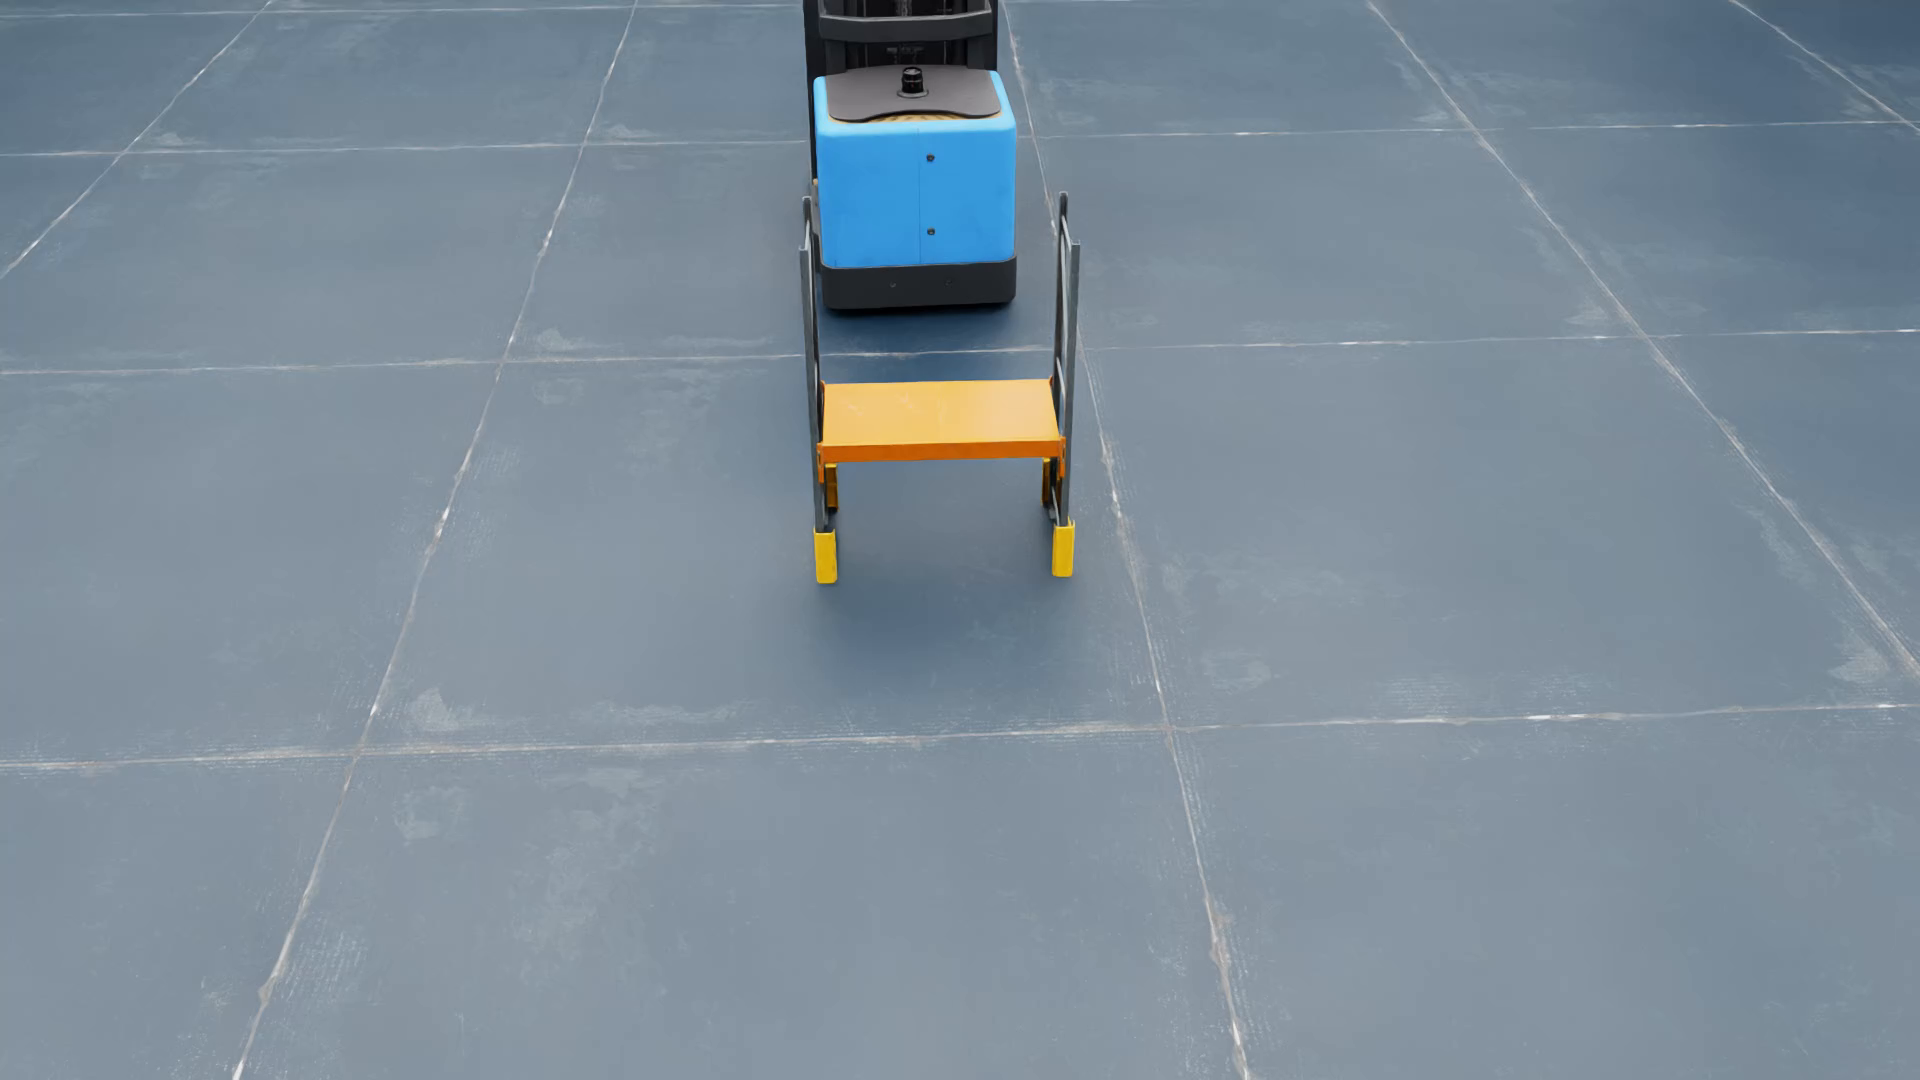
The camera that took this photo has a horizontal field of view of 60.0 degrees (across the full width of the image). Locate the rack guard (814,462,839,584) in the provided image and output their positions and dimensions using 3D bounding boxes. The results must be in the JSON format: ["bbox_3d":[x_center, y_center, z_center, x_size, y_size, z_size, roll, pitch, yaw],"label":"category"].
[{"bbox_3d":[-0.574,-0.087,7.157,0.087,0.250,0.587,-2,35,-2],"label":"rack guard"}]

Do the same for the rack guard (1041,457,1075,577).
[{"bbox_3d":[0.421,-0.114,7.195,0.087,0.250,0.587,-2,35,-2],"label":"rack guard"}]

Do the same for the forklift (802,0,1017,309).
[{"bbox_3d":[-0.357,-3.261,9.387,1.130,2.935,3.031,-3,35,-5],"label":"forklift"}]

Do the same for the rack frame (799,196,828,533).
[{"bbox_3d":[-0.593,-0.601,6.800,0.032,1.500,0.500,-2,35,-2],"label":"rack frame"}]

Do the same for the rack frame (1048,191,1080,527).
[{"bbox_3d":[0.423,-0.628,6.840,0.032,1.500,0.500,-2,35,-2],"label":"rack frame"}]

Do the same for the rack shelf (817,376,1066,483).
[{"bbox_3d":[-0.085,-0.467,6.922,1.000,0.185,0.538,-2,35,-2],"label":"rack shelf"}]

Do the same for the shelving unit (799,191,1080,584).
[{"bbox_3d":[-0.076,-0.615,6.820,1.083,1.500,0.587,-2,35,-2],"label":"shelving unit"}]
